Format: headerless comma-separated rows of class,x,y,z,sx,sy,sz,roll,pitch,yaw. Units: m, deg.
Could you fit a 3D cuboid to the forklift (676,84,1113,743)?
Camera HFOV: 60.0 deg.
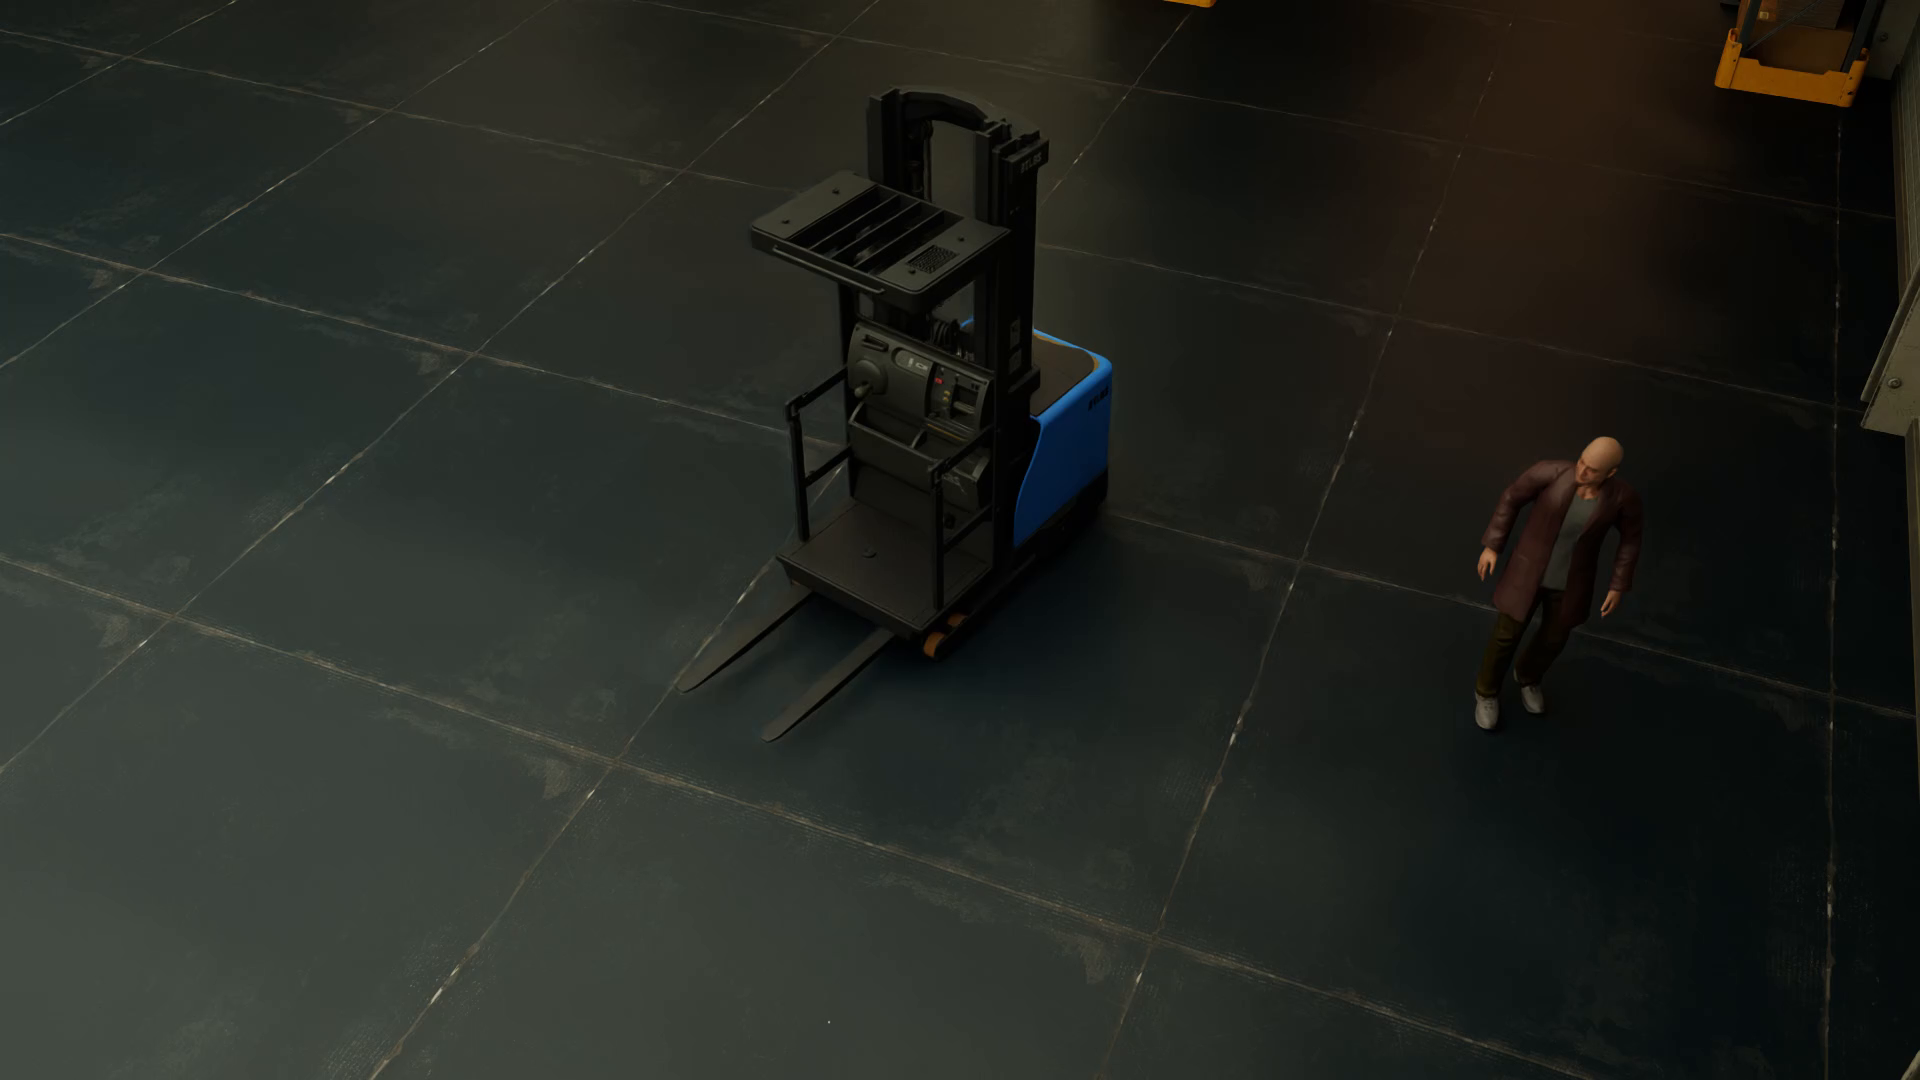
forklift,-0.359,-0.802,8.964,1.130,2.935,3.031,26,46,27

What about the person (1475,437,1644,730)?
person,3.081,0.227,8.640,0.769,1.772,0.561,9,41,11
